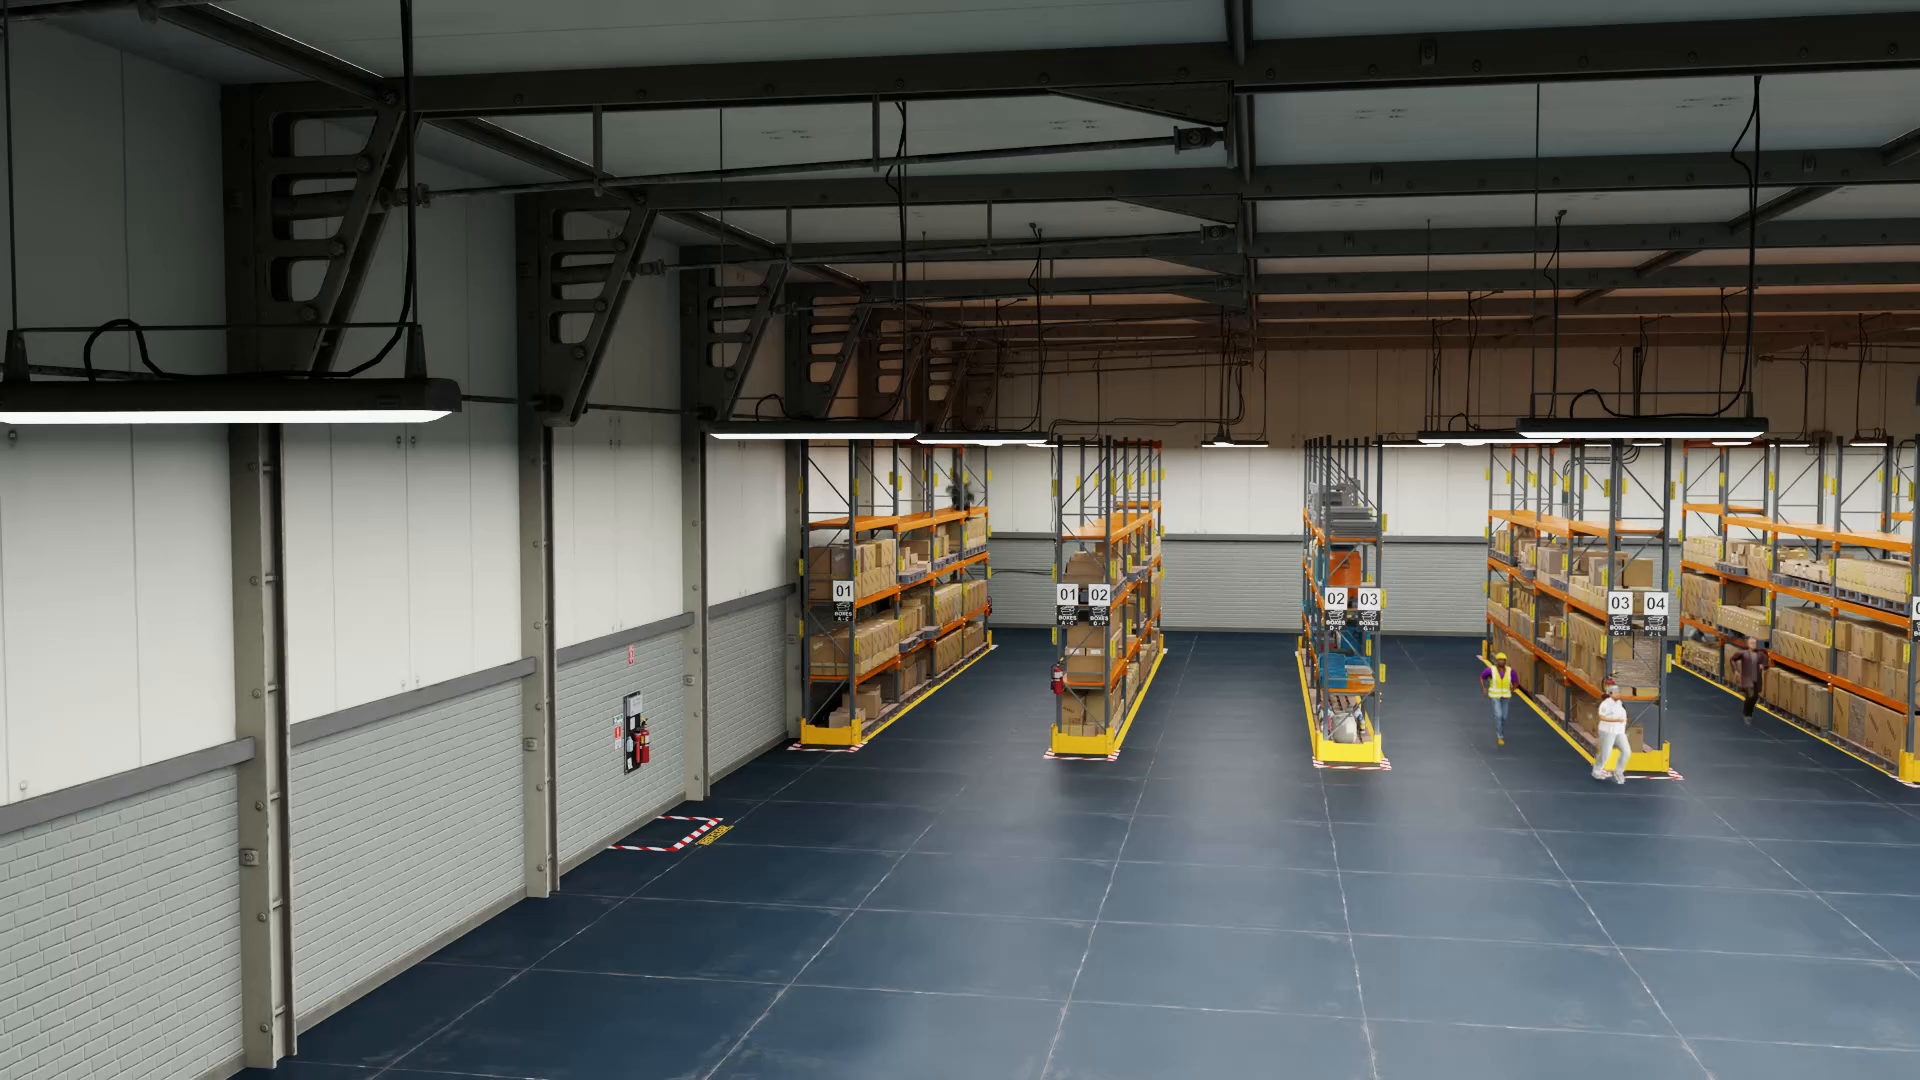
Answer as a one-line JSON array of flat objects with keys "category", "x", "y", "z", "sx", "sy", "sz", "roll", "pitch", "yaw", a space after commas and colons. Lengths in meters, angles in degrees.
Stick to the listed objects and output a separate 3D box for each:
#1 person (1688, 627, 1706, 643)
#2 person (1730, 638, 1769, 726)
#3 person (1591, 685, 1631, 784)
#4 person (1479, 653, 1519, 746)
[{"category": "person", "x": 20.206, "y": 2.372, "z": 45.535, "sx": 0.968, "sy": 1.791, "sz": 0.690, "roll": 1, "pitch": 3, "yaw": 11}, {"category": "person", "x": 16.525, "y": 2.963, "z": 34.738, "sx": 0.670, "sy": 1.834, "sz": 0.803, "roll": 0, "pitch": 3, "yaw": 1}, {"category": "person", "x": 11.236, "y": 3.357, "z": 28.611, "sx": 0.606, "sy": 1.730, "sz": 0.647, "roll": -1, "pitch": 3, "yaw": -24}, {"category": "person", "x": 10.530, "y": 3.070, "z": 32.427, "sx": 0.718, "sy": 1.763, "sz": 0.900, "roll": 0, "pitch": 3, "yaw": 2}]
